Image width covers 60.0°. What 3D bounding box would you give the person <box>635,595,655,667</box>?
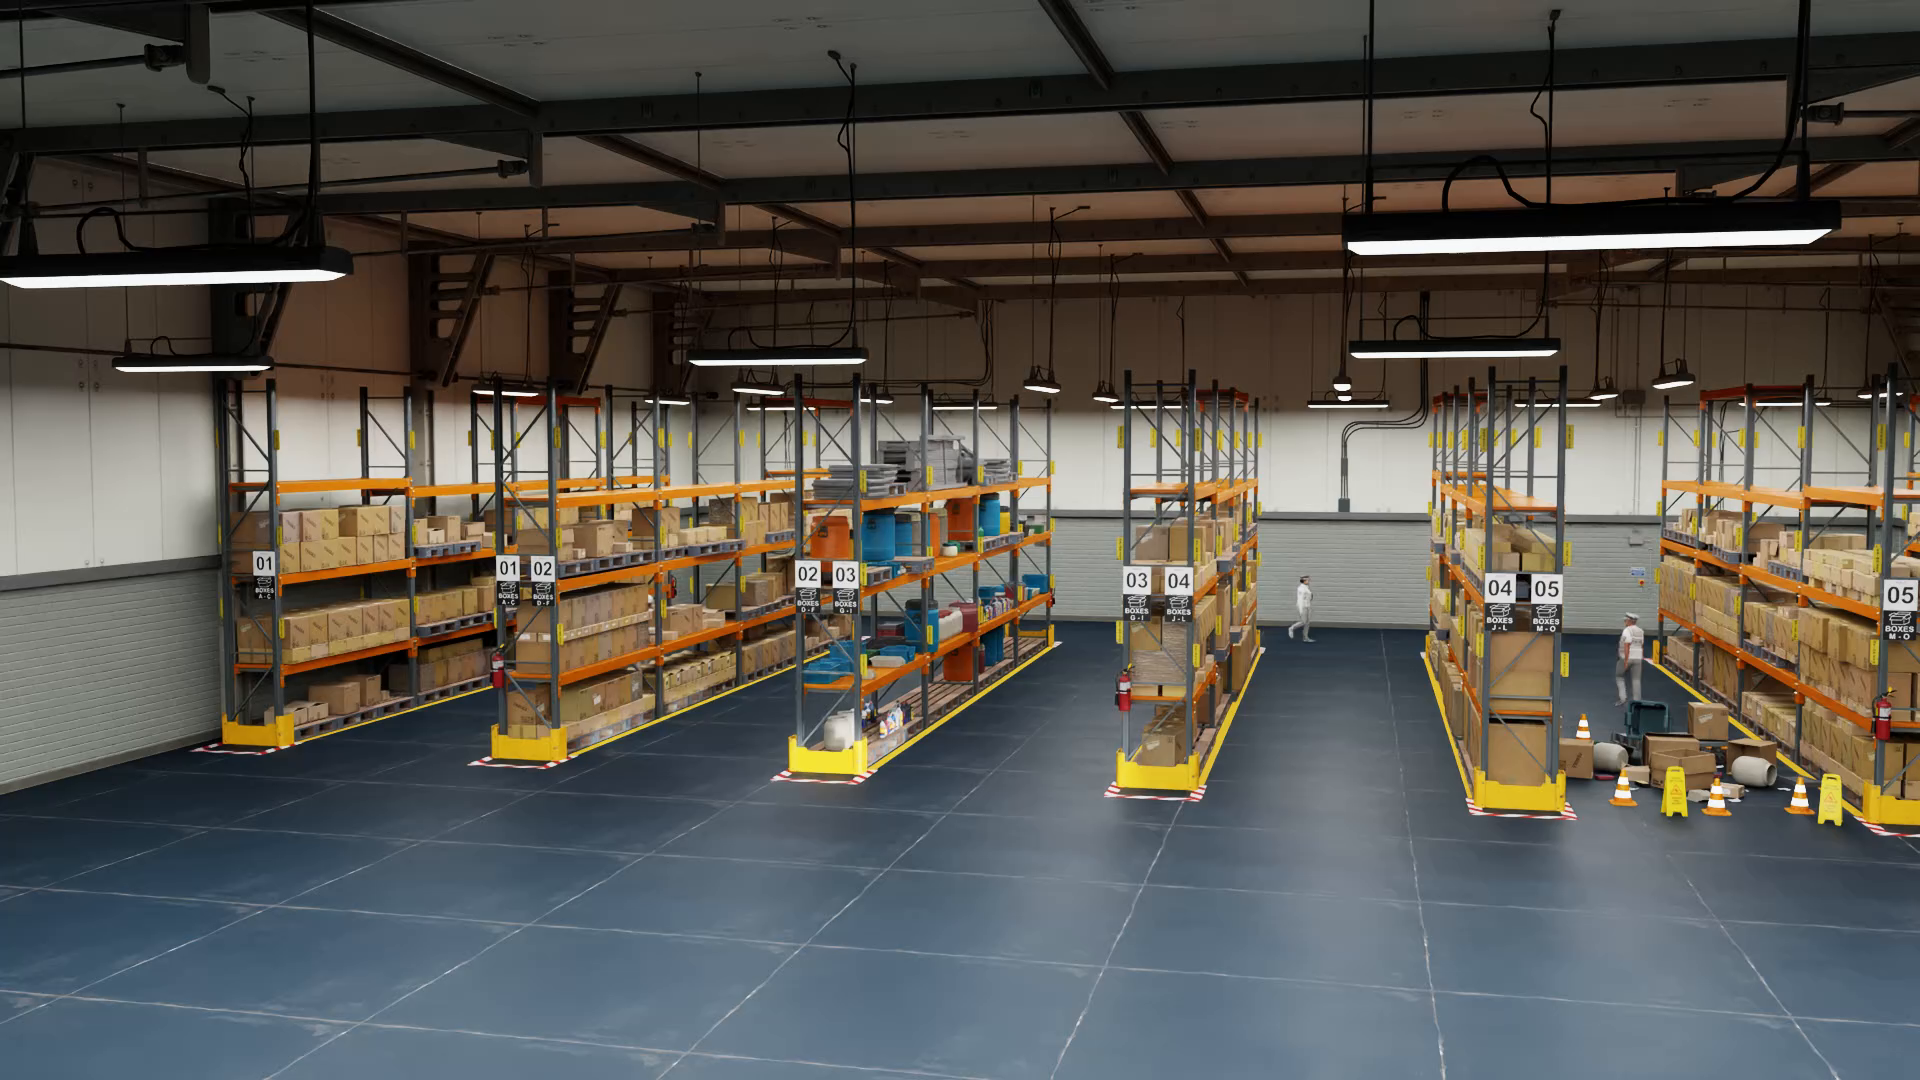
[{"bbox_3d":[-6.559,2.027,34.680,0.576,1.772,0.434,1,4,14],"label":"person"}]

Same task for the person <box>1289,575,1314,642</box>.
[{"bbox_3d":[8.474,1.690,41.192,0.561,1.660,0.535,3,4,37],"label":"person"}]

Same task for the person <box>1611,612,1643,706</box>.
[{"bbox_3d":[12.594,2.277,31.187,0.537,1.814,0.627,0,3,-3],"label":"person"}]
